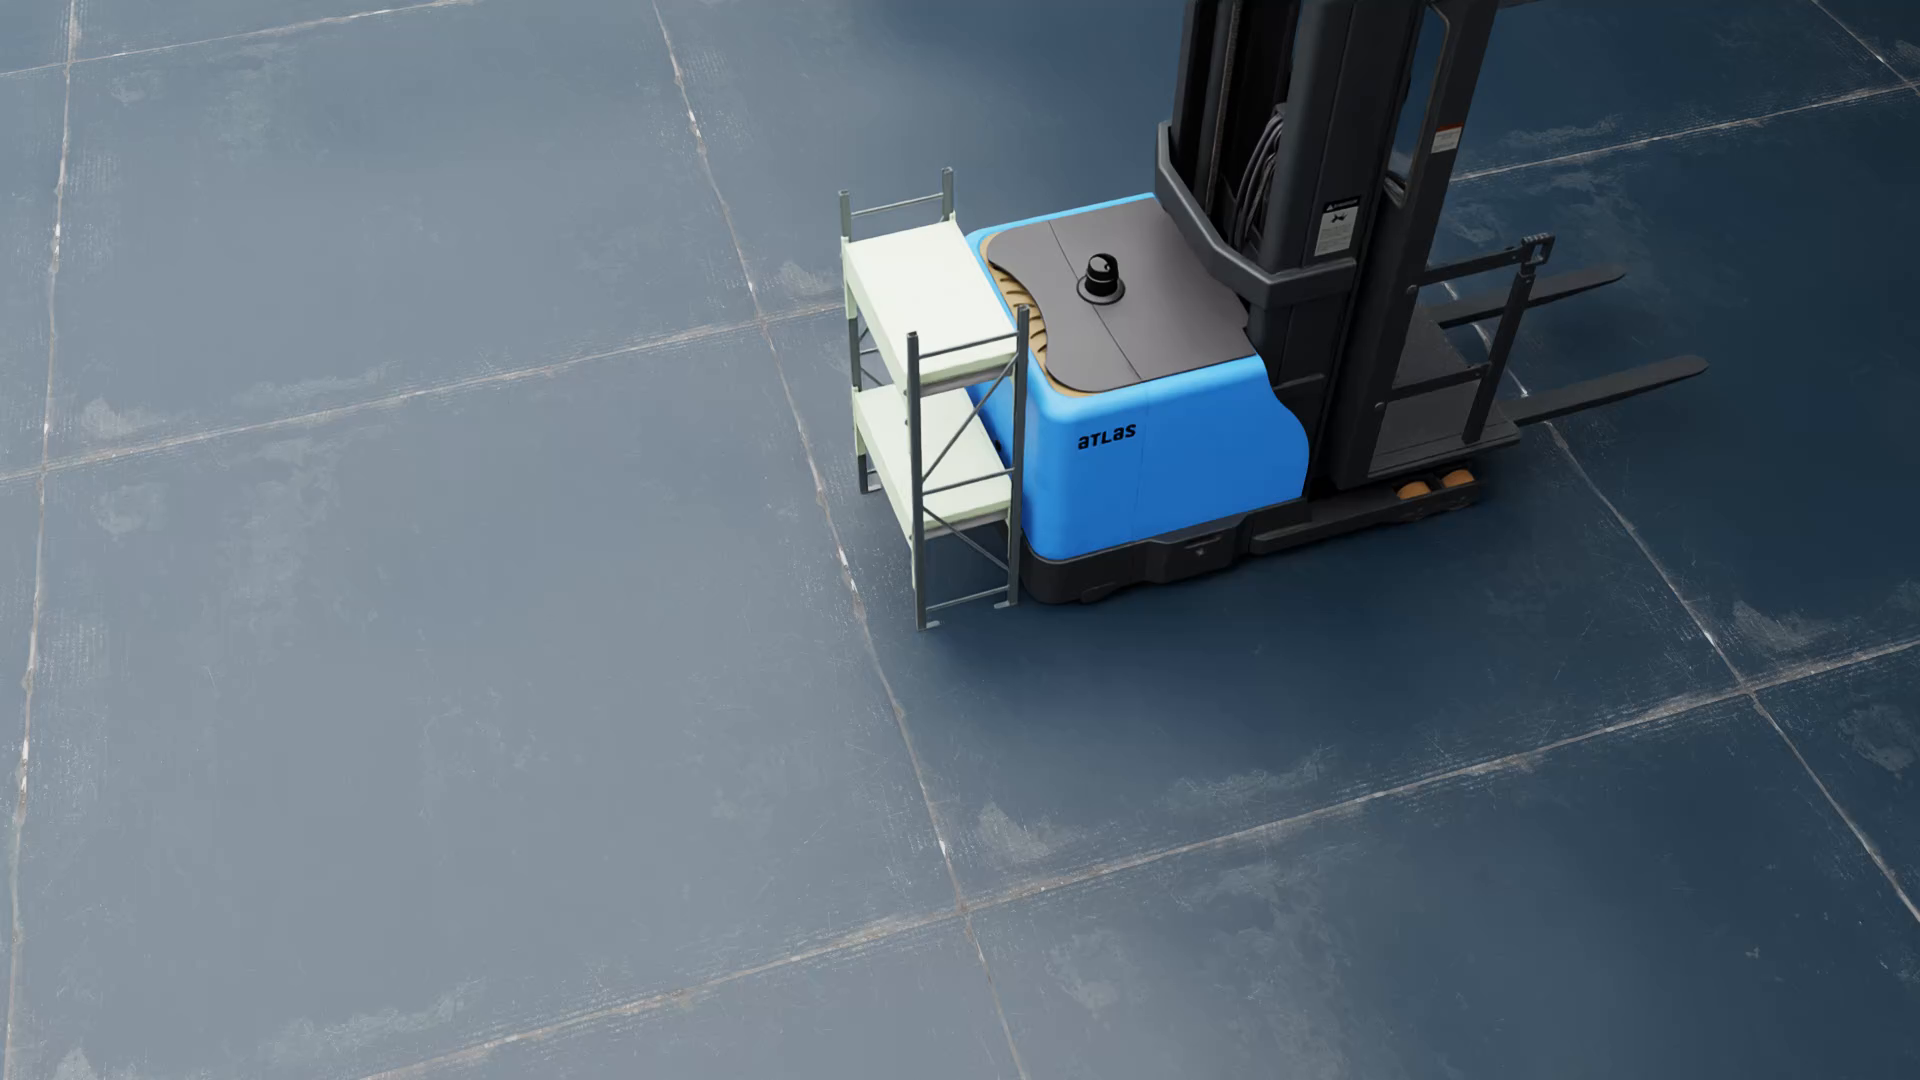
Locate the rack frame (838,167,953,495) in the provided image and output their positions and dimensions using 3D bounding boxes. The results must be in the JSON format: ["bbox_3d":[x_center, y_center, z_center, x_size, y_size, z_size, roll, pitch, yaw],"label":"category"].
[{"bbox_3d":[-0.216,-0.724,6.169,0.400,1.500,0.023,-15,51,-12],"label":"rack frame"}]

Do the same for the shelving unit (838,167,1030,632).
[{"bbox_3d":[-0.095,-0.460,5.947,0.431,1.500,0.755,-15,51,-12],"label":"shelving unit"}]

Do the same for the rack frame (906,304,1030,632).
[{"bbox_3d":[0.026,-0.196,5.724,0.400,1.500,0.023,-15,51,-12],"label":"rack frame"}]

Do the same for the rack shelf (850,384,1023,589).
[{"bbox_3d":[-0.095,-0.250,6.196,0.431,0.370,0.720,-15,51,-12],"label":"rack shelf"}]

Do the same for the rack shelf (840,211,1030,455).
[{"bbox_3d":[-0.095,-0.712,5.648,0.431,0.370,0.720,-15,51,-12],"label":"rack shelf"}]

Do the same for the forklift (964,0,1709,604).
[{"bbox_3d":[1.551,-1.388,5.793,3.031,2.935,1.130,-15,51,-12],"label":"forklift"}]
